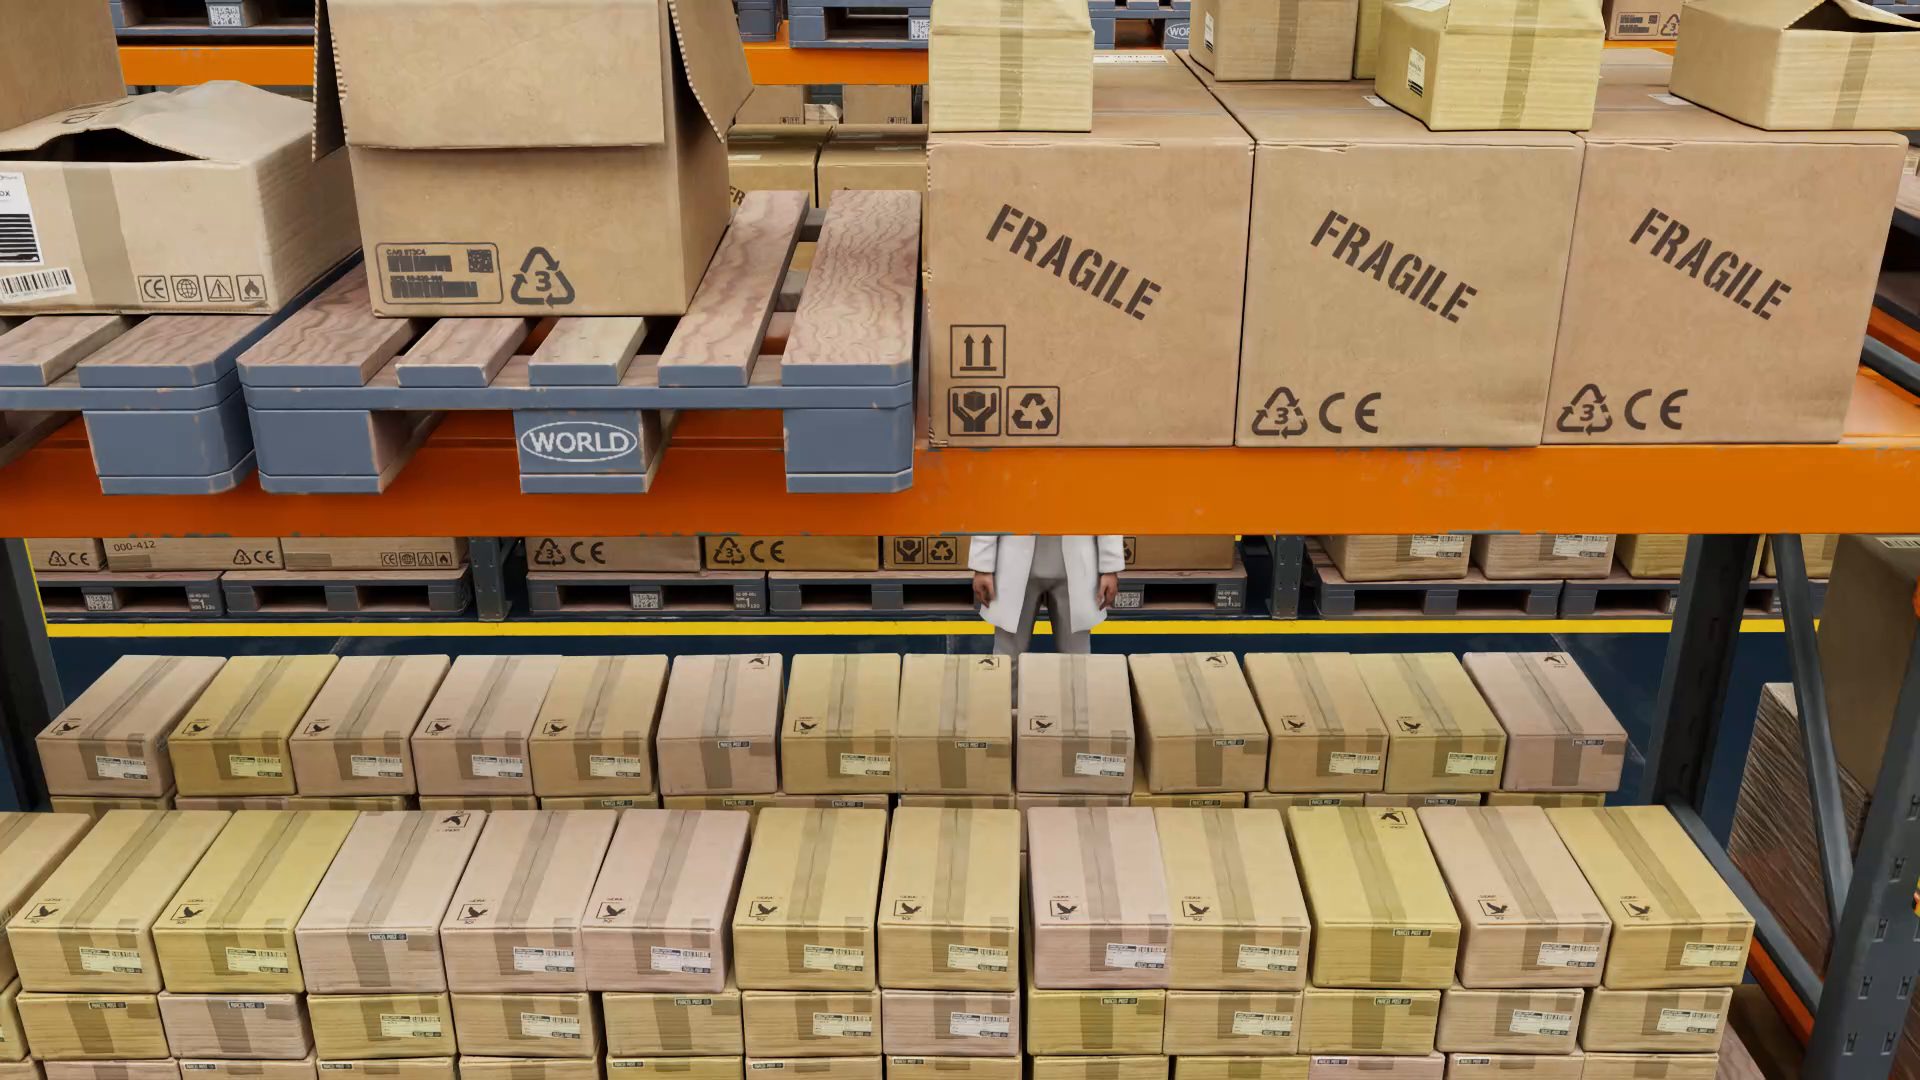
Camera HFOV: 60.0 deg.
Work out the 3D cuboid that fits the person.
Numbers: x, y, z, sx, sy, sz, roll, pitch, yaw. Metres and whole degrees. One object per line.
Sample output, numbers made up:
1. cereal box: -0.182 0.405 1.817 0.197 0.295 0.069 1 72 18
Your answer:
1. person: 0.353 0.128 6.828 0.644 1.774 0.425 0 24 0
